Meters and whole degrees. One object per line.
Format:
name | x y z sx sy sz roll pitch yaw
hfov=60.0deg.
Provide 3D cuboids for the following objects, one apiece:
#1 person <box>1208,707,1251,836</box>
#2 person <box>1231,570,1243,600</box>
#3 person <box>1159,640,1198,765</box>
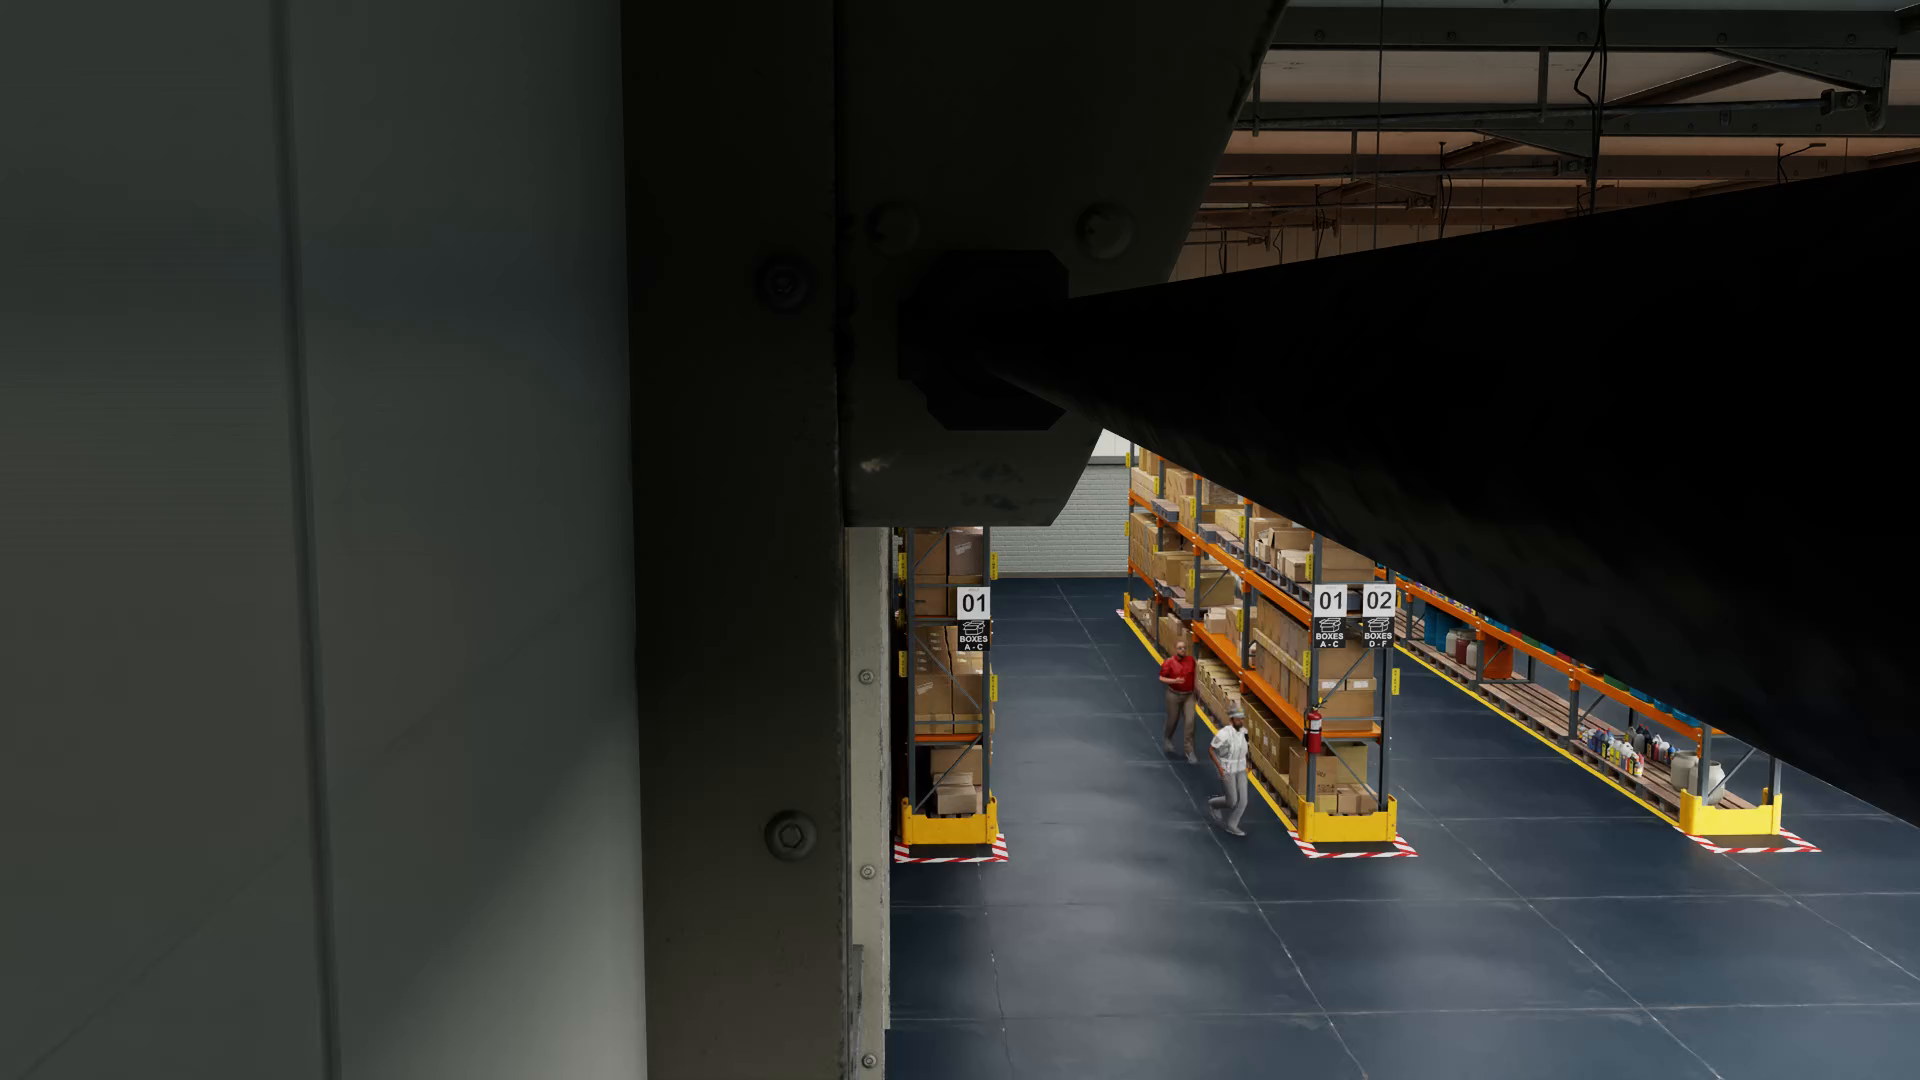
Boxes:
person | 3.380 2.863 20.885 0.600 1.633 0.611 -4 8 -27
person | 5.920 0.855 36.048 0.719 1.723 0.585 -4 8 -27
person | 3.229 2.338 24.428 0.655 1.756 0.917 -2 7 -12
